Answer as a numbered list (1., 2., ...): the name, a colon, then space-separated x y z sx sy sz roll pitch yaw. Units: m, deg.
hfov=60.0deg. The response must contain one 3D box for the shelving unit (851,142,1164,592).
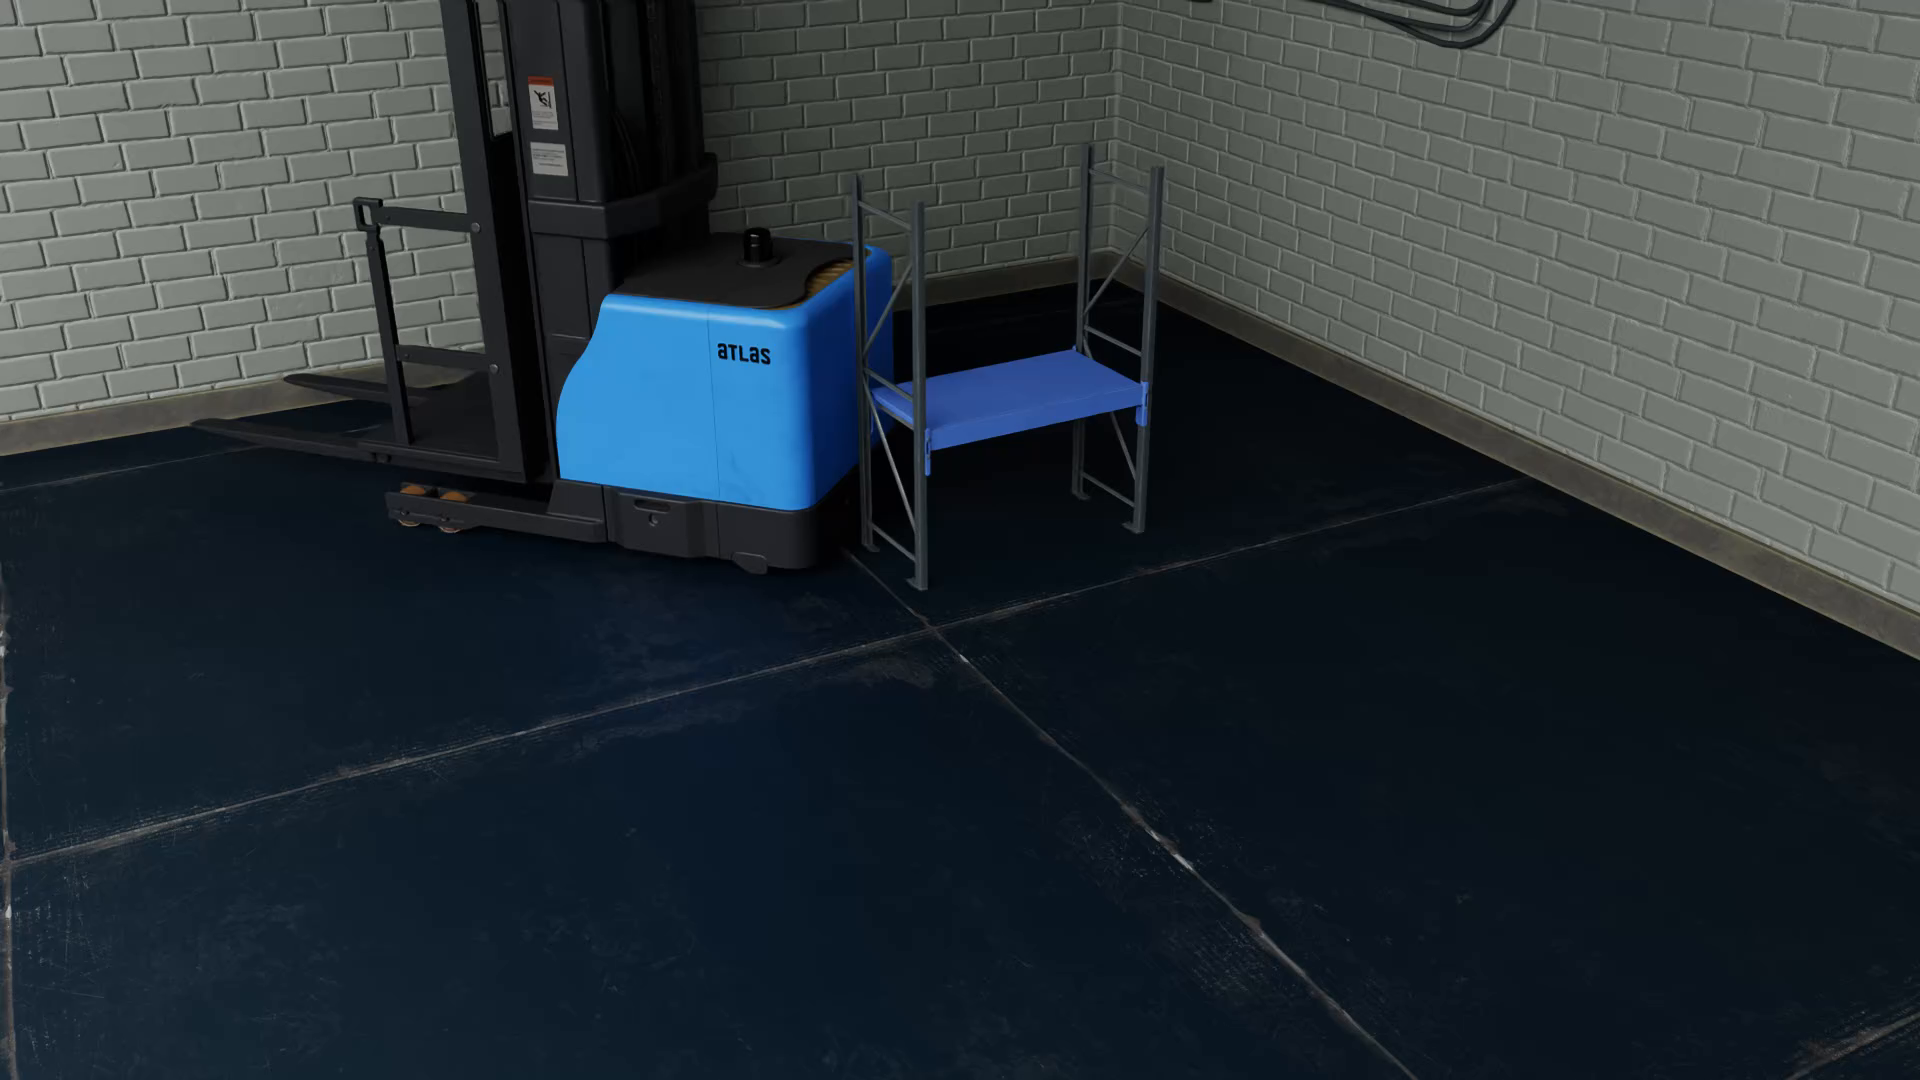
1. shelving unit: 0.179 -0.685 6.444 1.048 1.500 0.538 -14 29 -27

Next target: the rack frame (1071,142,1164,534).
1. rack frame: 0.618 -0.796 6.674 0.032 1.500 0.500 -14 29 -27

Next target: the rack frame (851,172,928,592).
1. rack frame: -0.261 -0.575 6.214 0.032 1.500 0.500 -14 29 -27

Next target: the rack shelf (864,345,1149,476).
1. rack shelf: 0.179 -0.523 6.522 1.000 0.185 0.538 -14 29 -27

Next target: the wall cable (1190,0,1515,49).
1. wall cable: 1.556 -3.693 7.633 0.112 2.526 3.097 -13 29 -25

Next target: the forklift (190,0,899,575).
1. forklift: -1.837 -1.555 6.602 3.031 2.935 1.130 8 27 17
